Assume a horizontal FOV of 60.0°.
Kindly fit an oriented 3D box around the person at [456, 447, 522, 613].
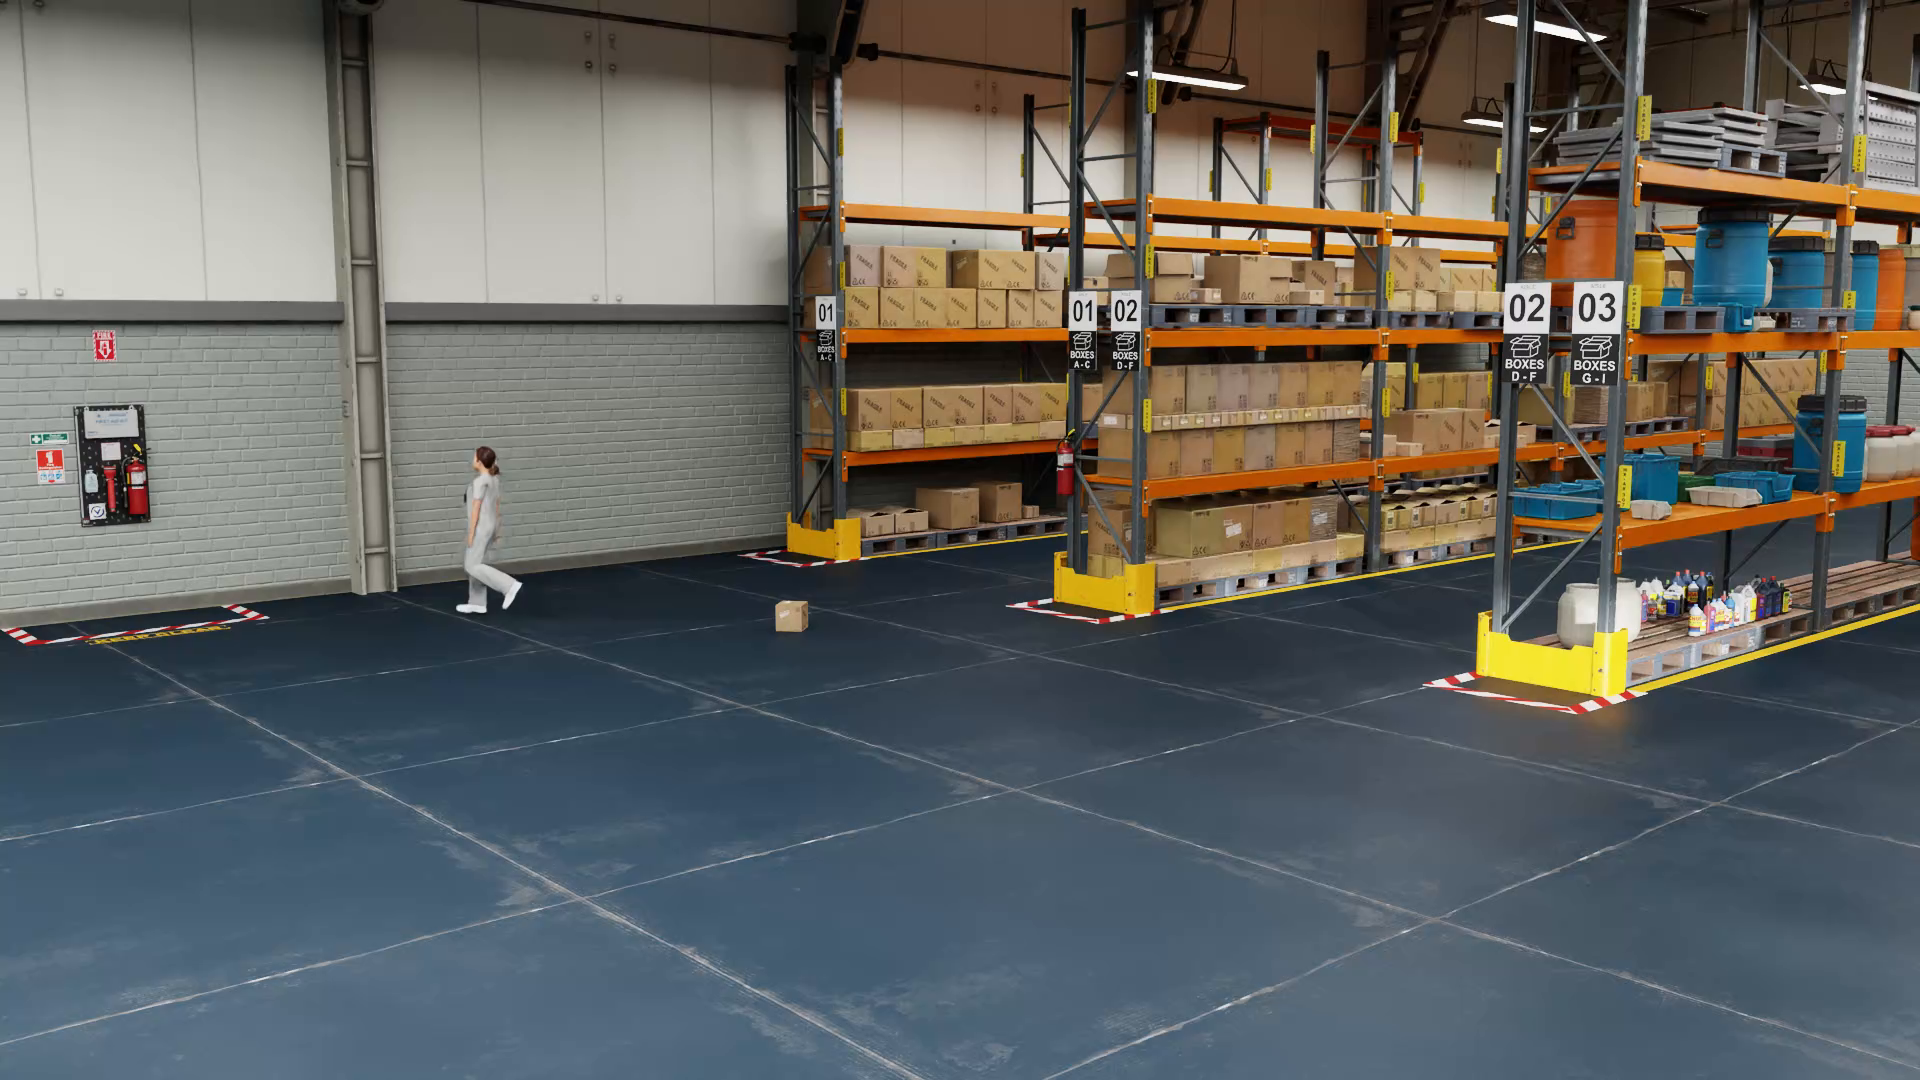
[{"bbox_3d":[-4.653,-0.094,16.371,0.718,1.649,0.448,1,8,5],"label":"person"}]
